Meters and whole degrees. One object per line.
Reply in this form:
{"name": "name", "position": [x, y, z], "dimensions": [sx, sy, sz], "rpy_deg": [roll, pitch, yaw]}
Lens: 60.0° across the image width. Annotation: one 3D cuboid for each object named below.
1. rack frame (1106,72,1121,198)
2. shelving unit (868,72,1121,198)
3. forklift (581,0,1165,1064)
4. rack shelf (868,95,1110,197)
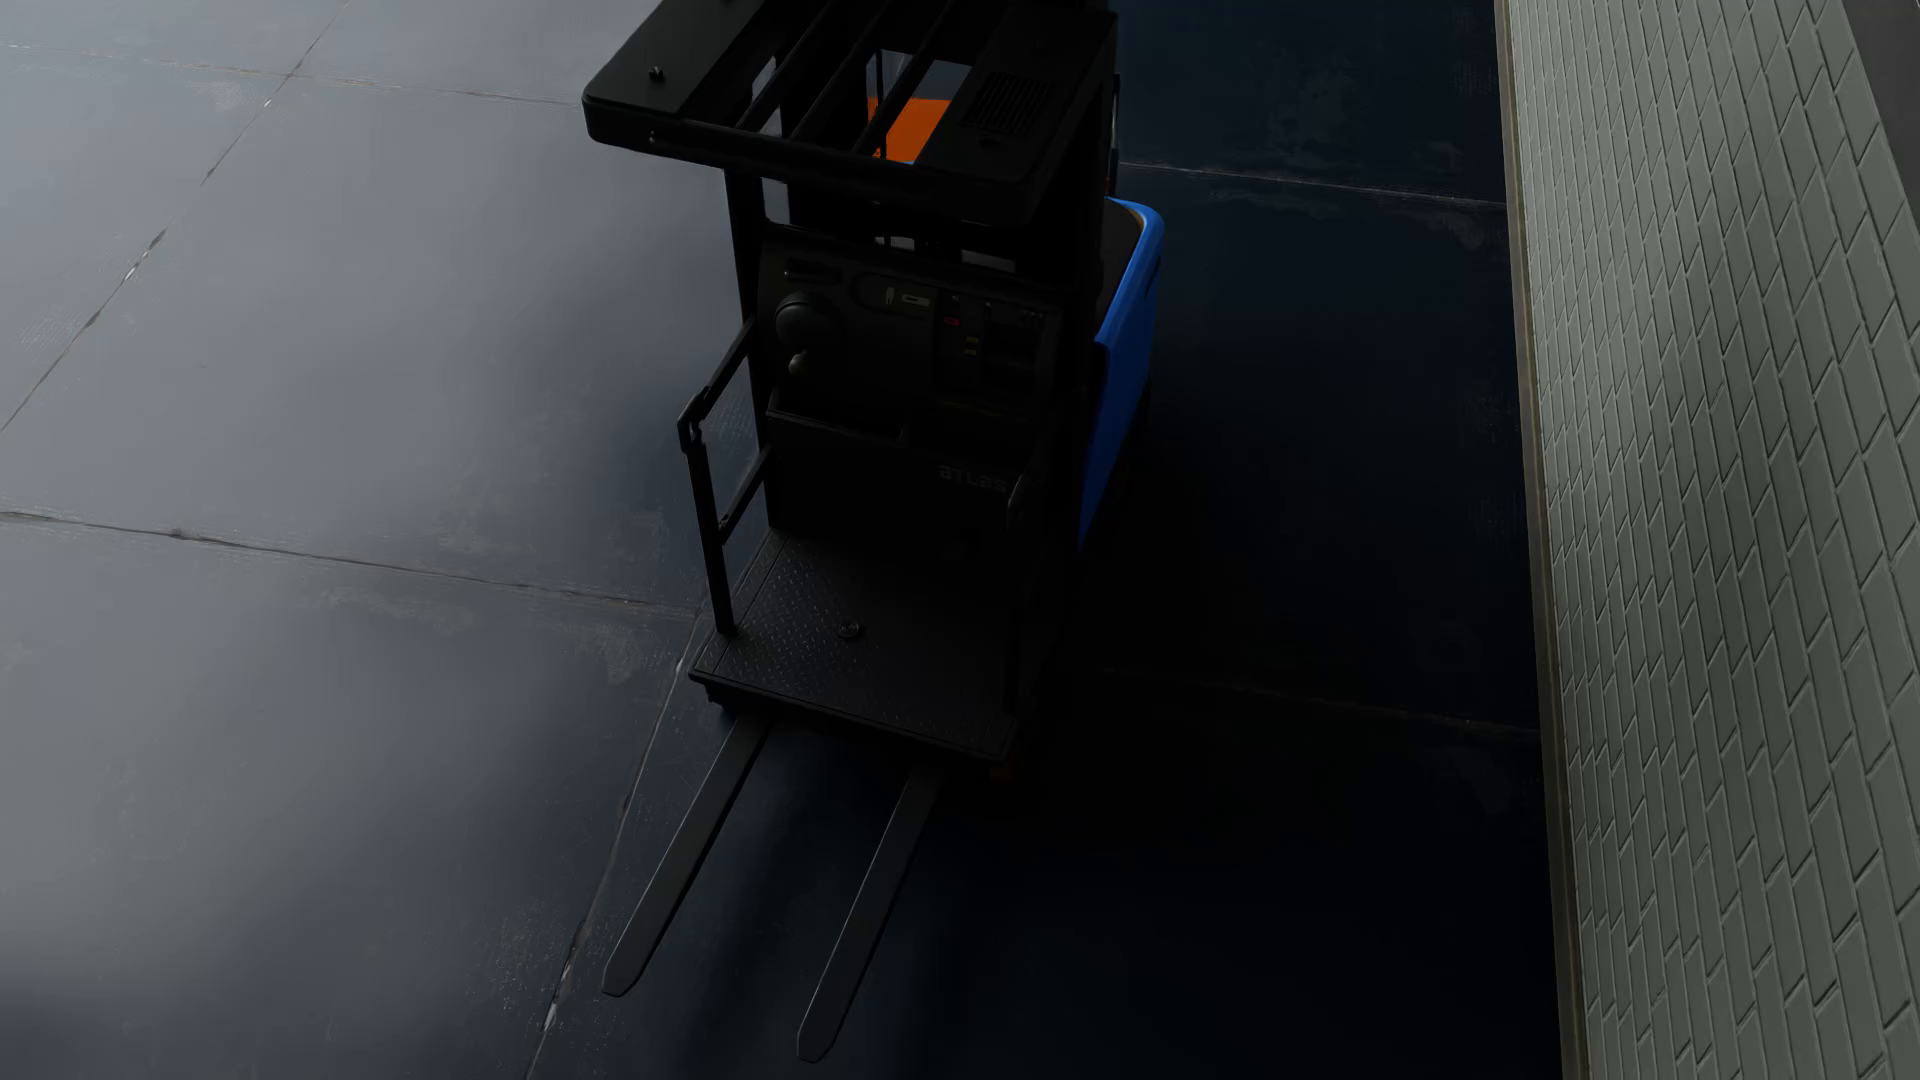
{"name": "rack frame", "position": [0.578, -1.222, 6.592], "dimensions": [0.032, 1.125, 0.500], "rpy_deg": [3, 48, 3]}
{"name": "shelving unit", "position": [0.072, -1.251, 6.618], "dimensions": [1.048, 1.125, 0.538], "rpy_deg": [3, 48, 3]}
{"name": "forklift", "position": [-0.223, -0.515, 4.743], "dimensions": [1.130, 2.935, 3.031], "rpy_deg": [14, 50, 13]}
{"name": "rack shelf", "position": [0.072, -1.447, 6.400], "dimensions": [1.000, 0.278, 0.538], "rpy_deg": [3, 48, 3]}
